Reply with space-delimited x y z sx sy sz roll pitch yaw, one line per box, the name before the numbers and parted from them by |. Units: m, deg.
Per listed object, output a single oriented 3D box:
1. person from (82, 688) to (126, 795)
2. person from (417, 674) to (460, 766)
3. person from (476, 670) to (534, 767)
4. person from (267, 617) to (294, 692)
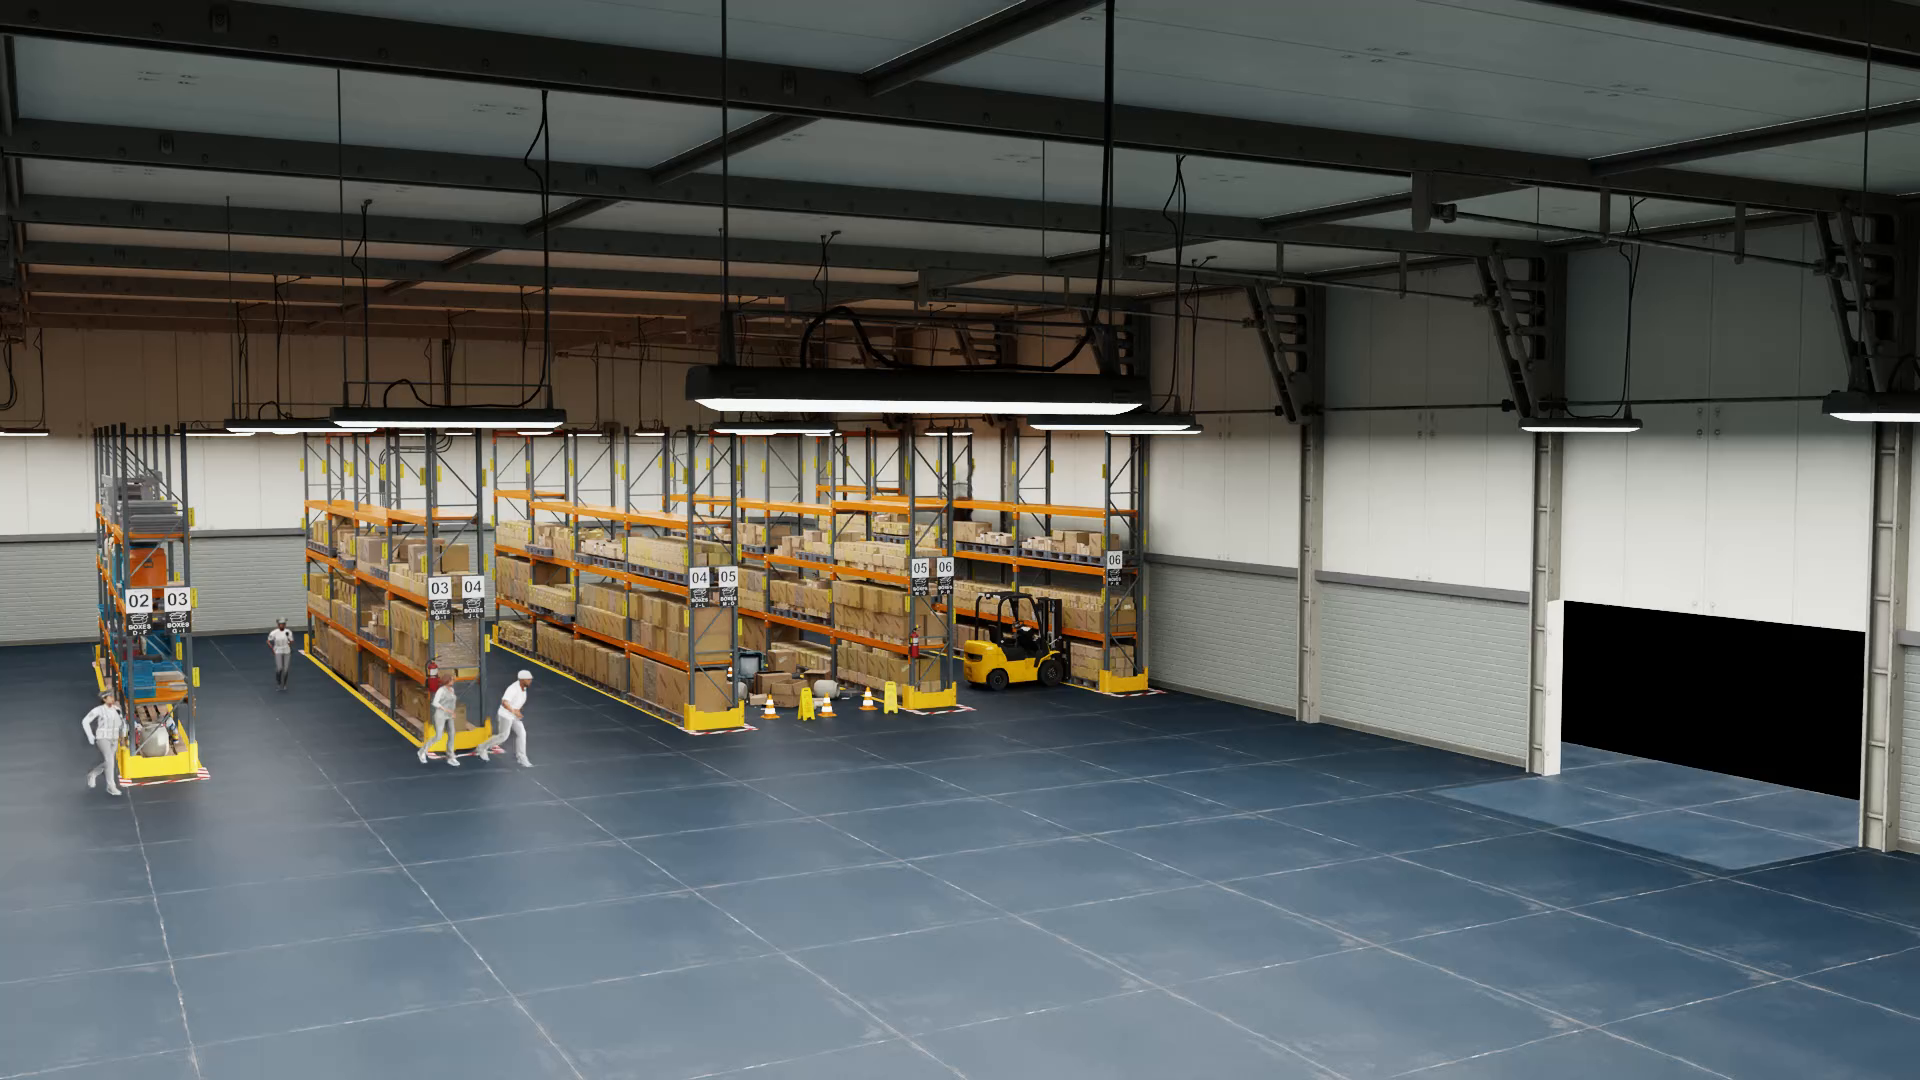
person | -13.830 3.259 27.012 0.791 1.683 0.649 2 4 25
person | -9.079 3.148 29.300 0.807 1.582 0.623 1 4 18
person | -7.971 3.130 29.164 1.047 1.714 0.734 0 3 1
person | -15.379 2.601 37.734 0.559 1.693 0.616 -2 4 -34
